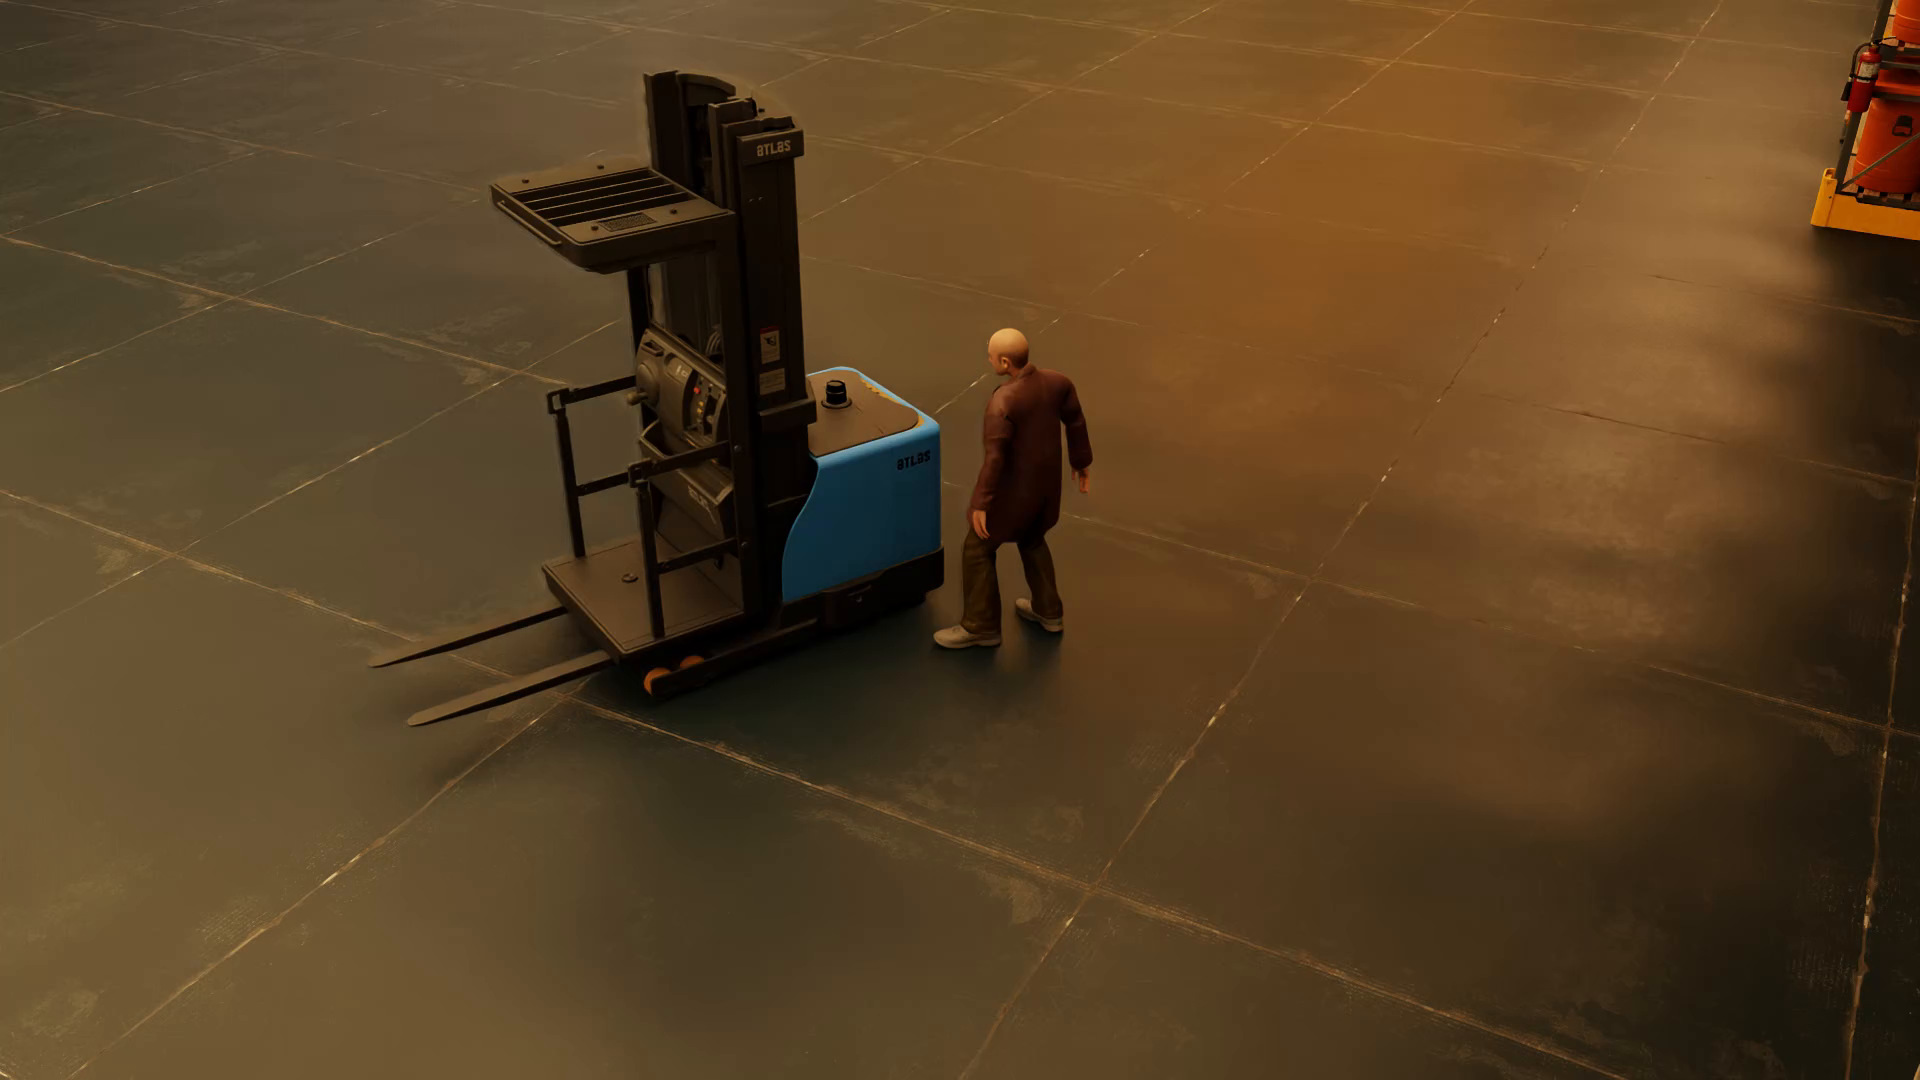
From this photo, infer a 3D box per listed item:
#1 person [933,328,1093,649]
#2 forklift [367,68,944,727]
[{"bbox_3d":[0.311,-0.271,8.740,0.913,1.749,0.441,-26,39,-37],"label":"person"},{"bbox_3d":[-1.593,-0.747,8.364,3.031,2.935,1.130,-19,35,-30],"label":"forklift"}]
